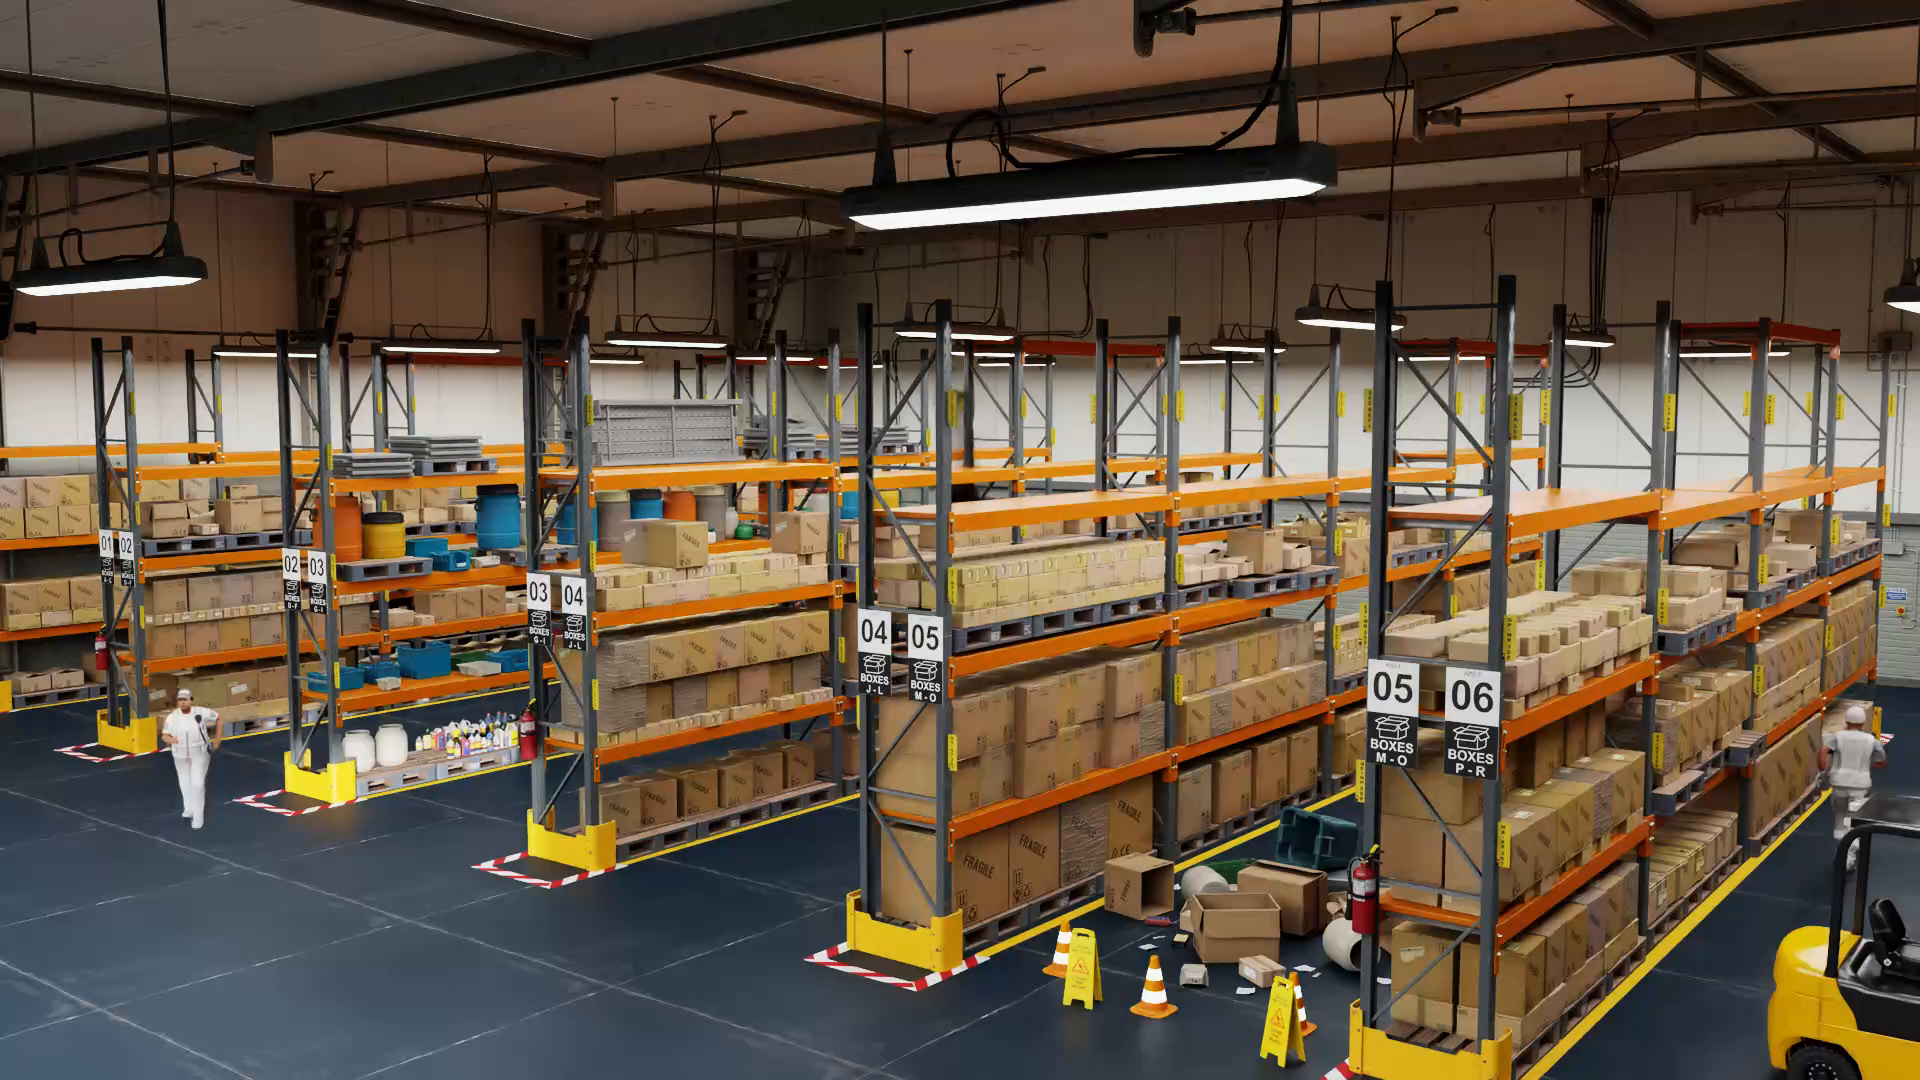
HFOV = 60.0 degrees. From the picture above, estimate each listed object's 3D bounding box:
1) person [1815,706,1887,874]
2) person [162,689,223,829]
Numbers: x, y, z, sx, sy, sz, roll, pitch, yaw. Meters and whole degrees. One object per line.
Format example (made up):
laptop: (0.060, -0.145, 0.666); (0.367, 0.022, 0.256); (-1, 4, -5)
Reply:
person: (9.584, 2.704, 17.907); (0.646, 1.840, 0.886); (4, 6, 36)
person: (-9.202, 2.608, 19.948); (0.614, 1.682, 0.853); (-1, 5, -10)
